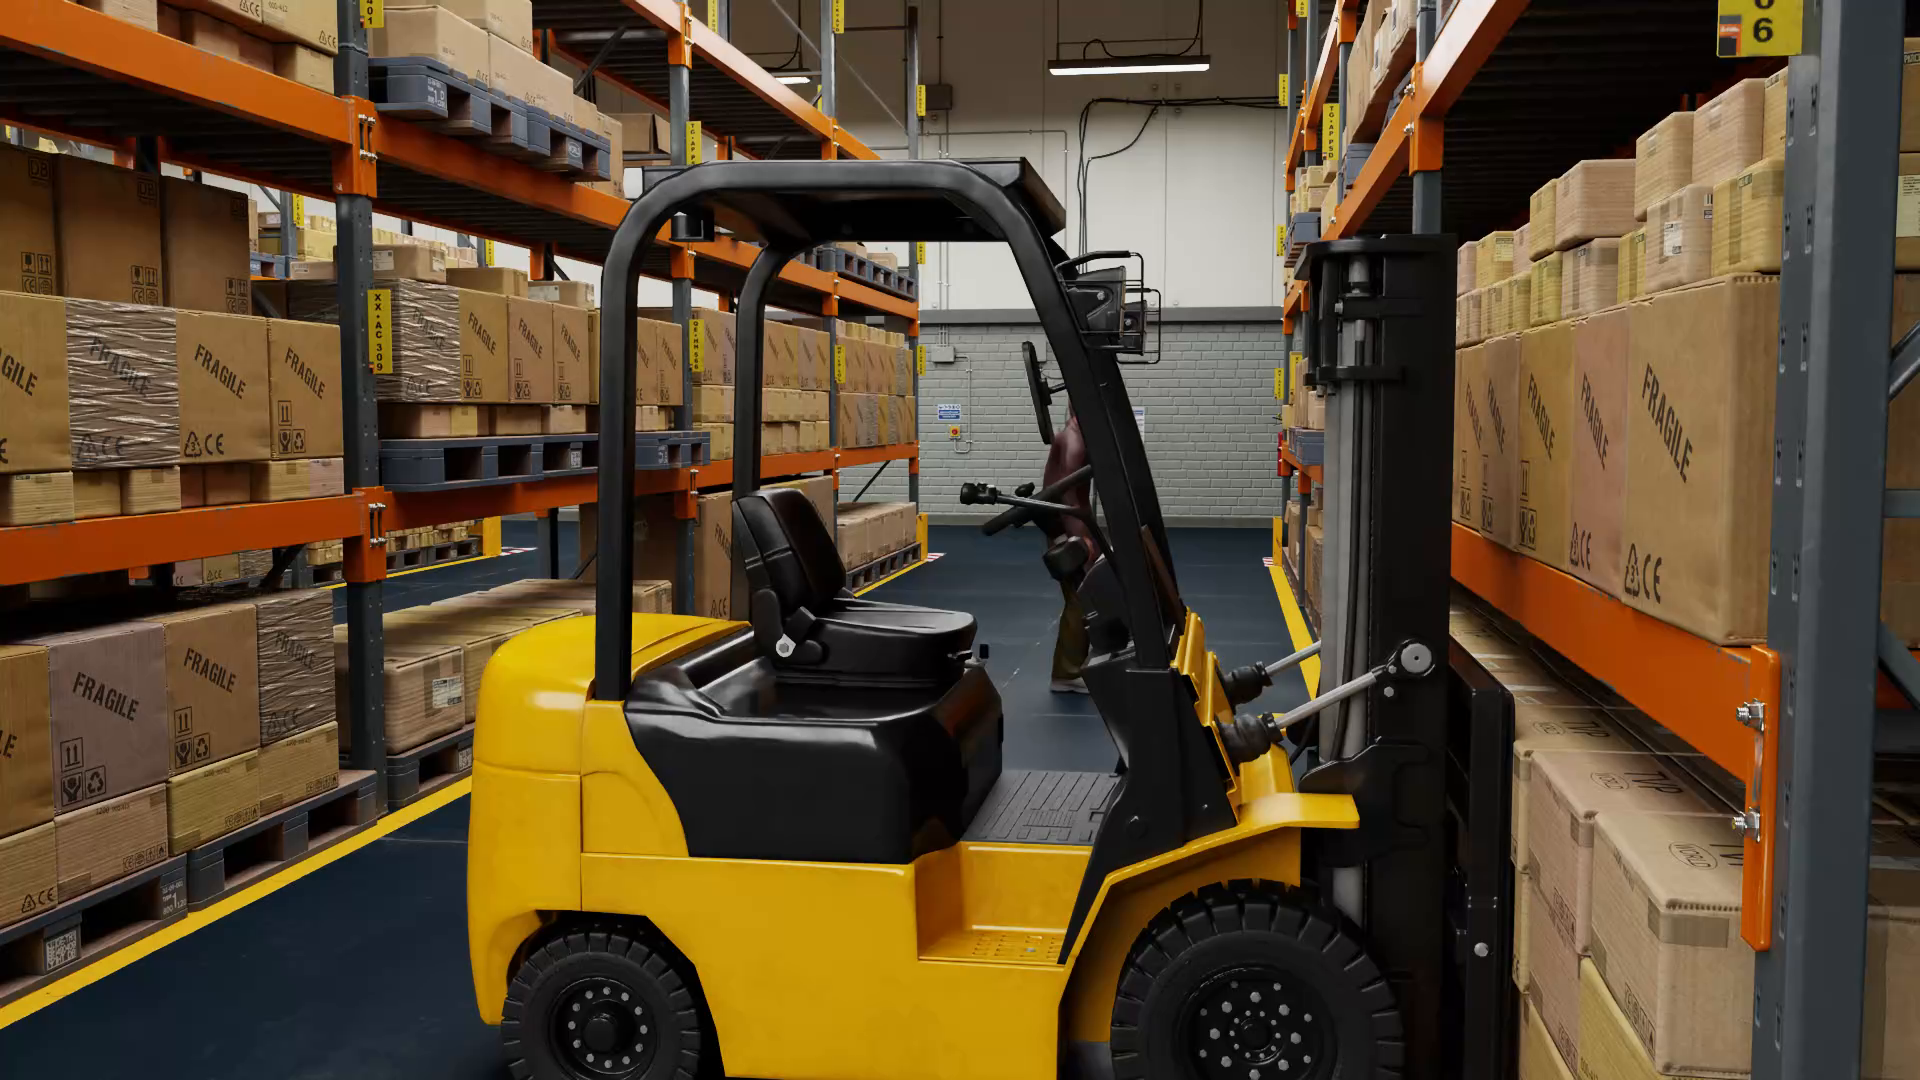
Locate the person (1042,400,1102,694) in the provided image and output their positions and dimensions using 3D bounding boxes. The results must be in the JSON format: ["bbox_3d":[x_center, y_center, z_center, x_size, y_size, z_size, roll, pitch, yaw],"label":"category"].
[{"bbox_3d":[0.692,-0.014,9.769,0.427,1.773,0.631,0,4,6],"label":"person"}]
